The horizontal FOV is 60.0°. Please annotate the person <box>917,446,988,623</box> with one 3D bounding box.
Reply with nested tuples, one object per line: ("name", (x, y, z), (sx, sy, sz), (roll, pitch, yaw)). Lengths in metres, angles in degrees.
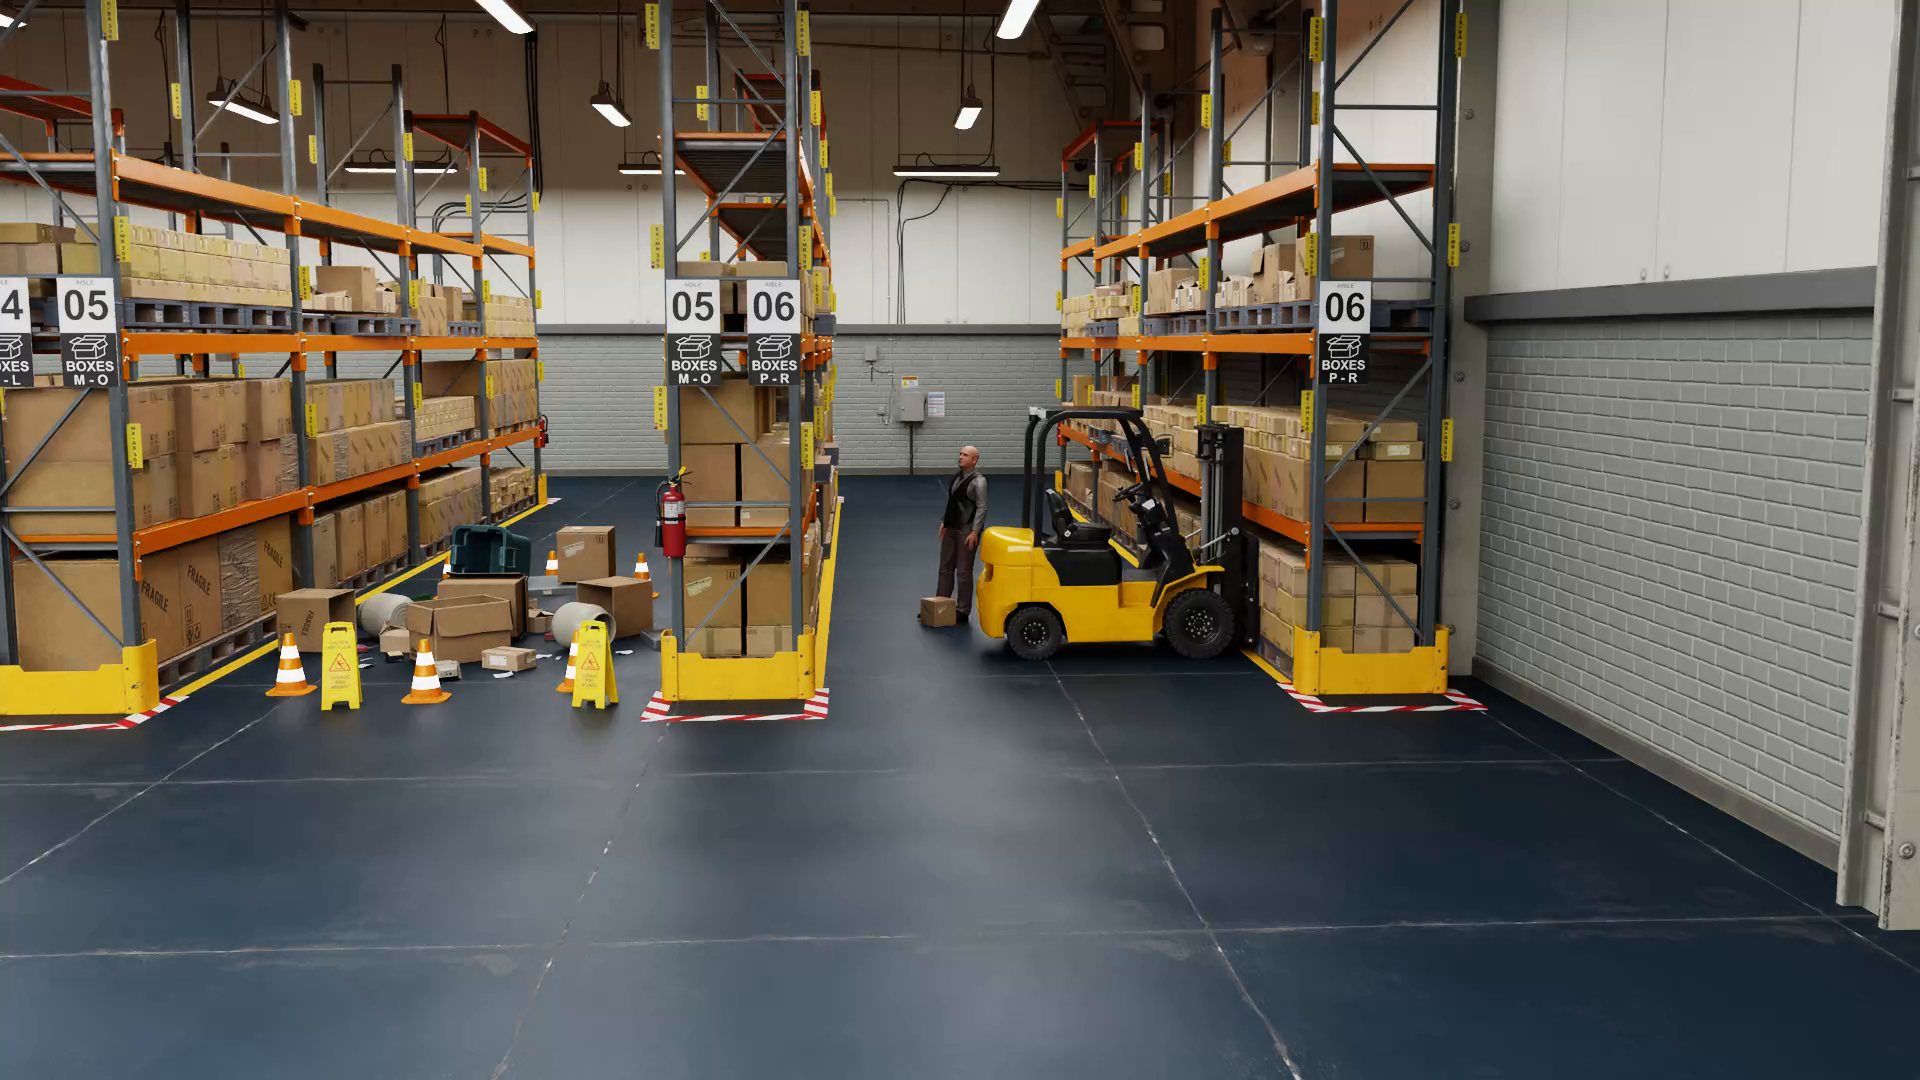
("person", (-0.039, -0.058, 16.262), (0.566, 1.722, 0.633), (-4, 8, -33))
